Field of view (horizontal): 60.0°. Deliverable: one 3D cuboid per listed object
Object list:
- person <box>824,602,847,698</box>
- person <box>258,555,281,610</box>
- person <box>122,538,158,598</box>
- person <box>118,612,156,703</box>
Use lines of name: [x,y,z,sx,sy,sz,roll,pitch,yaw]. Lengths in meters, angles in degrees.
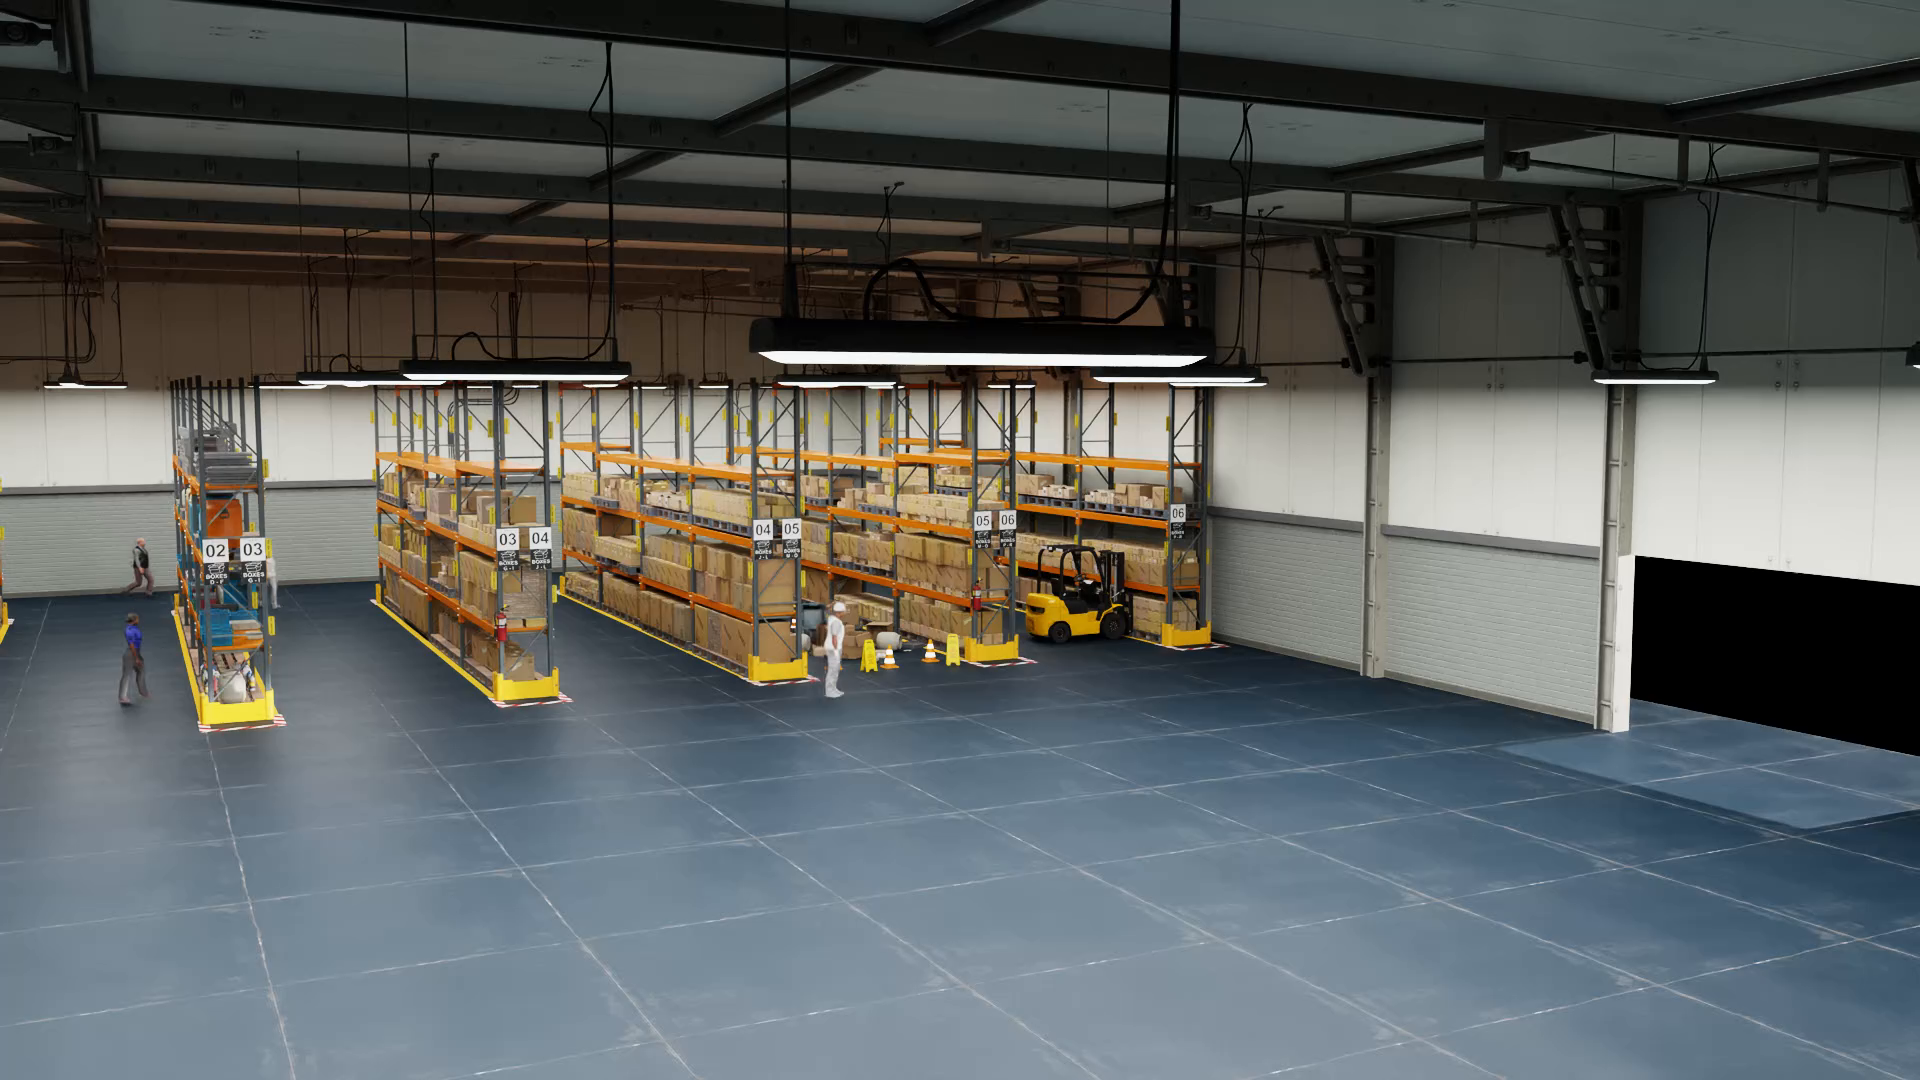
person: [-2.337,2.059,31.267,0.451,1.789,0.587,0,5,-5]
person: [-18.292,0.967,43.861,0.511,1.731,0.997,-4,7,-41]
person: [-22.741,0.779,46.098,0.869,1.670,0.544,0,5,1]
person: [-15.297,2.175,30.802,0.516,1.695,0.626,-1,5,-6]
